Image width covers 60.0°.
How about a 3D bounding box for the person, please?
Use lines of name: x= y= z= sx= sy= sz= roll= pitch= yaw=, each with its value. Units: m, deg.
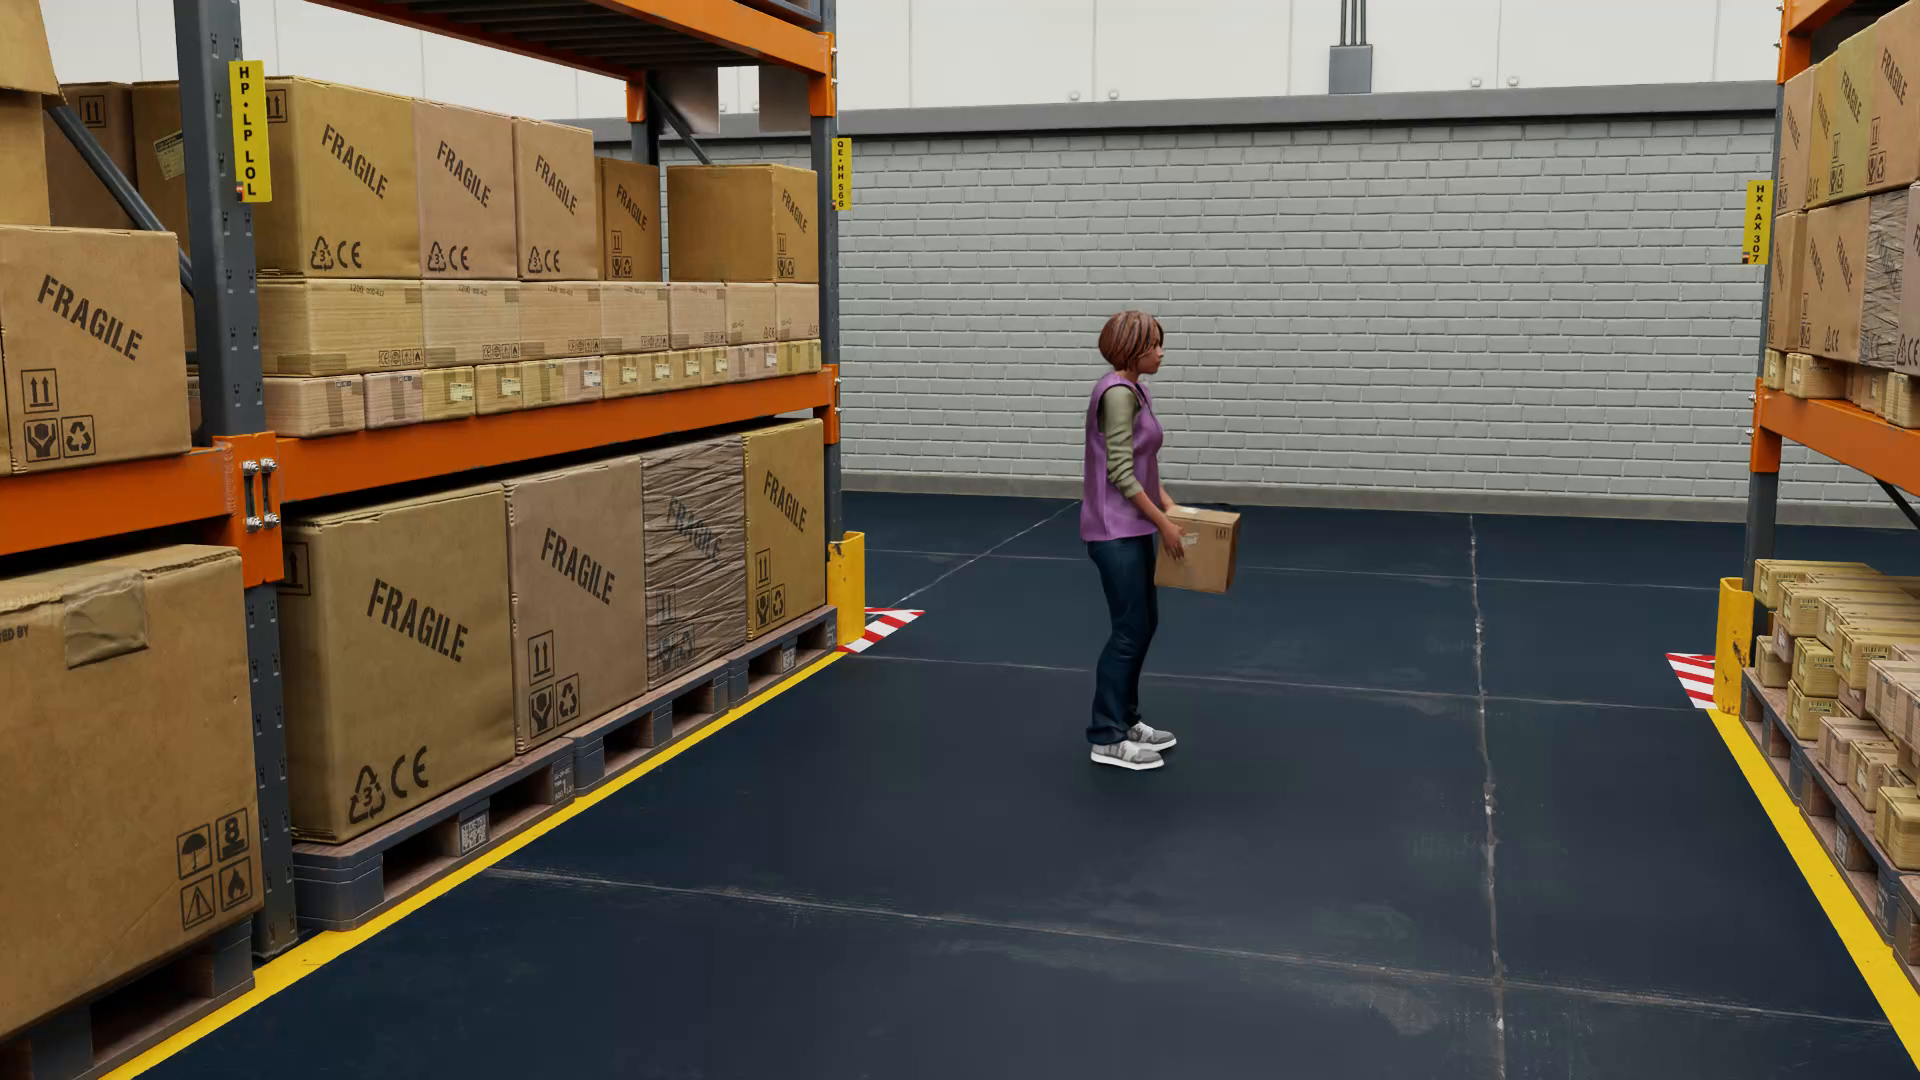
person: x=0.630 y=-0.011 z=5.919 sx=0.398 sy=1.603 sz=0.444 roll=2 pitch=9 yaw=15
